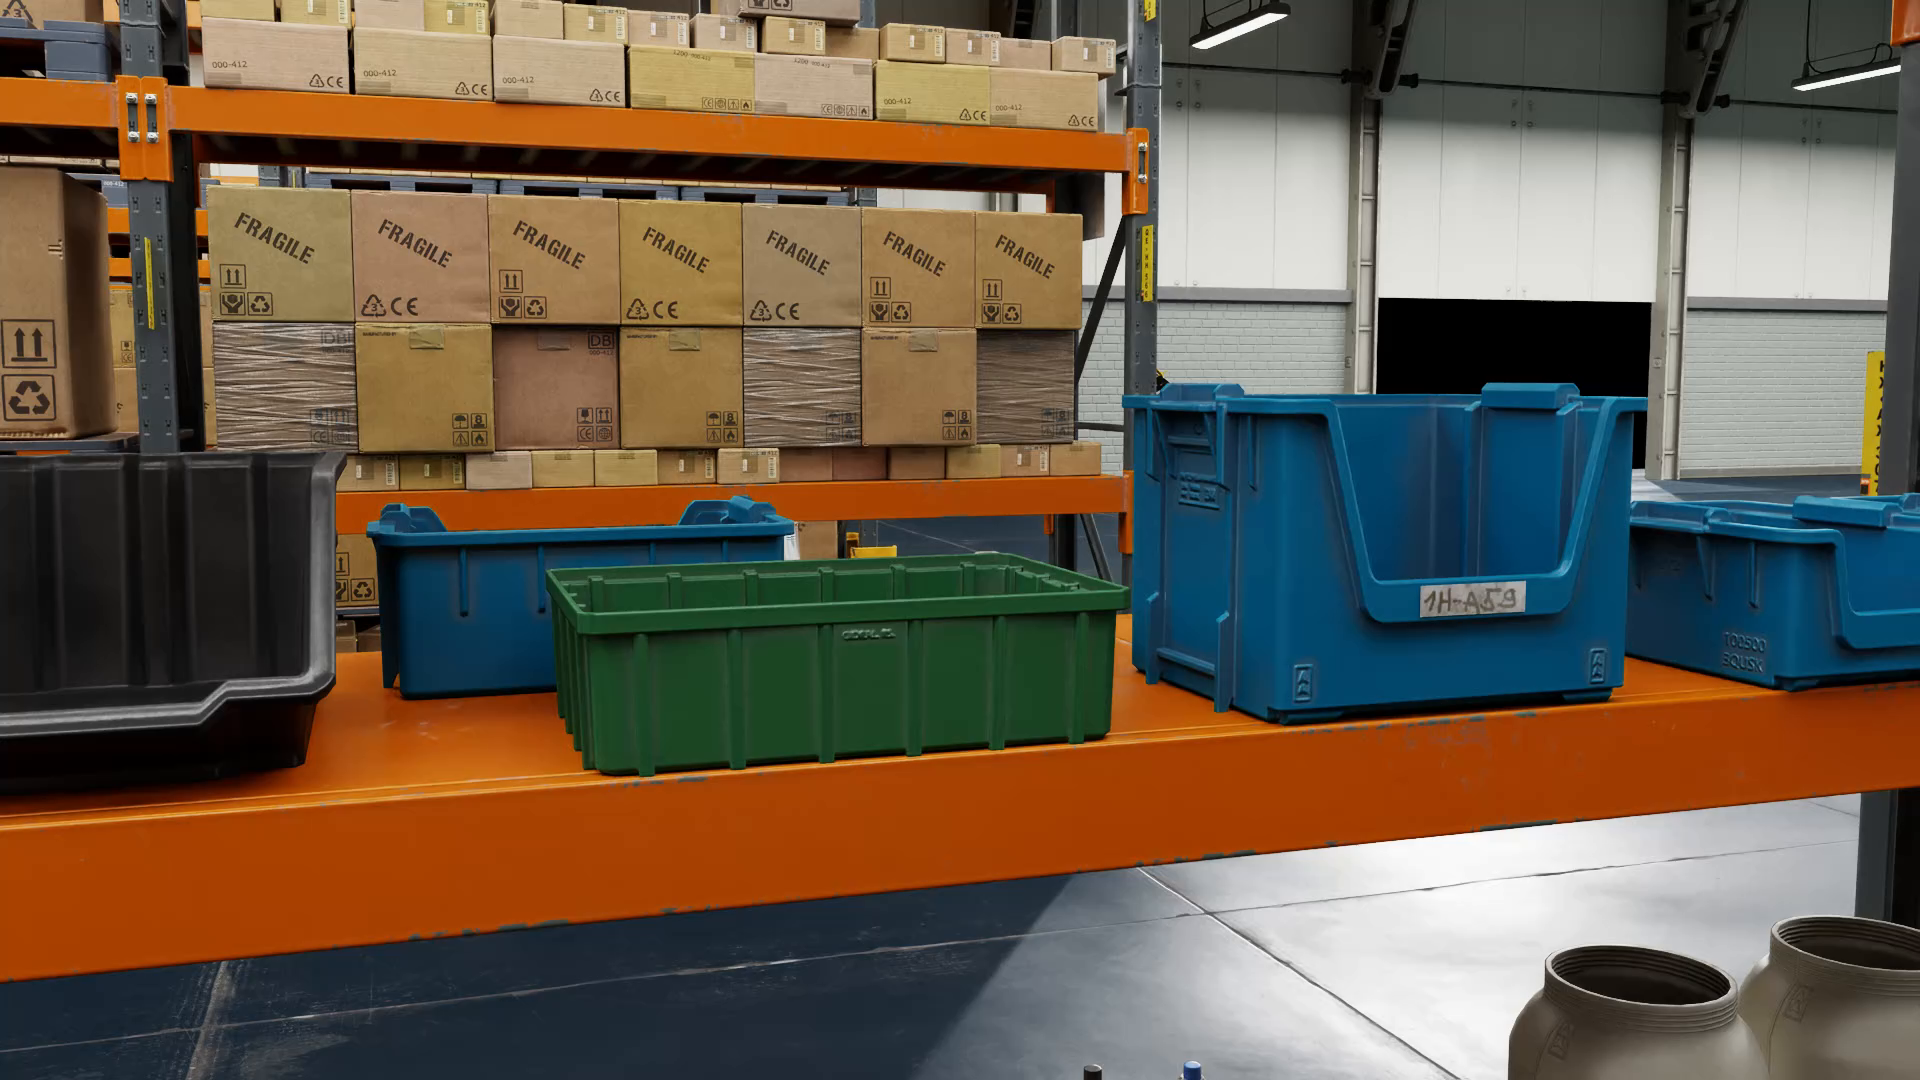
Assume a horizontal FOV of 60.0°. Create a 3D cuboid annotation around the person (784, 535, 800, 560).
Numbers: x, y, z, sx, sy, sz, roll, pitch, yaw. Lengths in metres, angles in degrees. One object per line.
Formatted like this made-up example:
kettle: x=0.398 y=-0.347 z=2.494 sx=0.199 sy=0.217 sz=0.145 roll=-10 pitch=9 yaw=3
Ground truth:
person: x=-1.240 y=0.141 z=9.696 sx=0.634 sy=1.318 sz=0.767 roll=-2 pitch=6 yaw=-18
